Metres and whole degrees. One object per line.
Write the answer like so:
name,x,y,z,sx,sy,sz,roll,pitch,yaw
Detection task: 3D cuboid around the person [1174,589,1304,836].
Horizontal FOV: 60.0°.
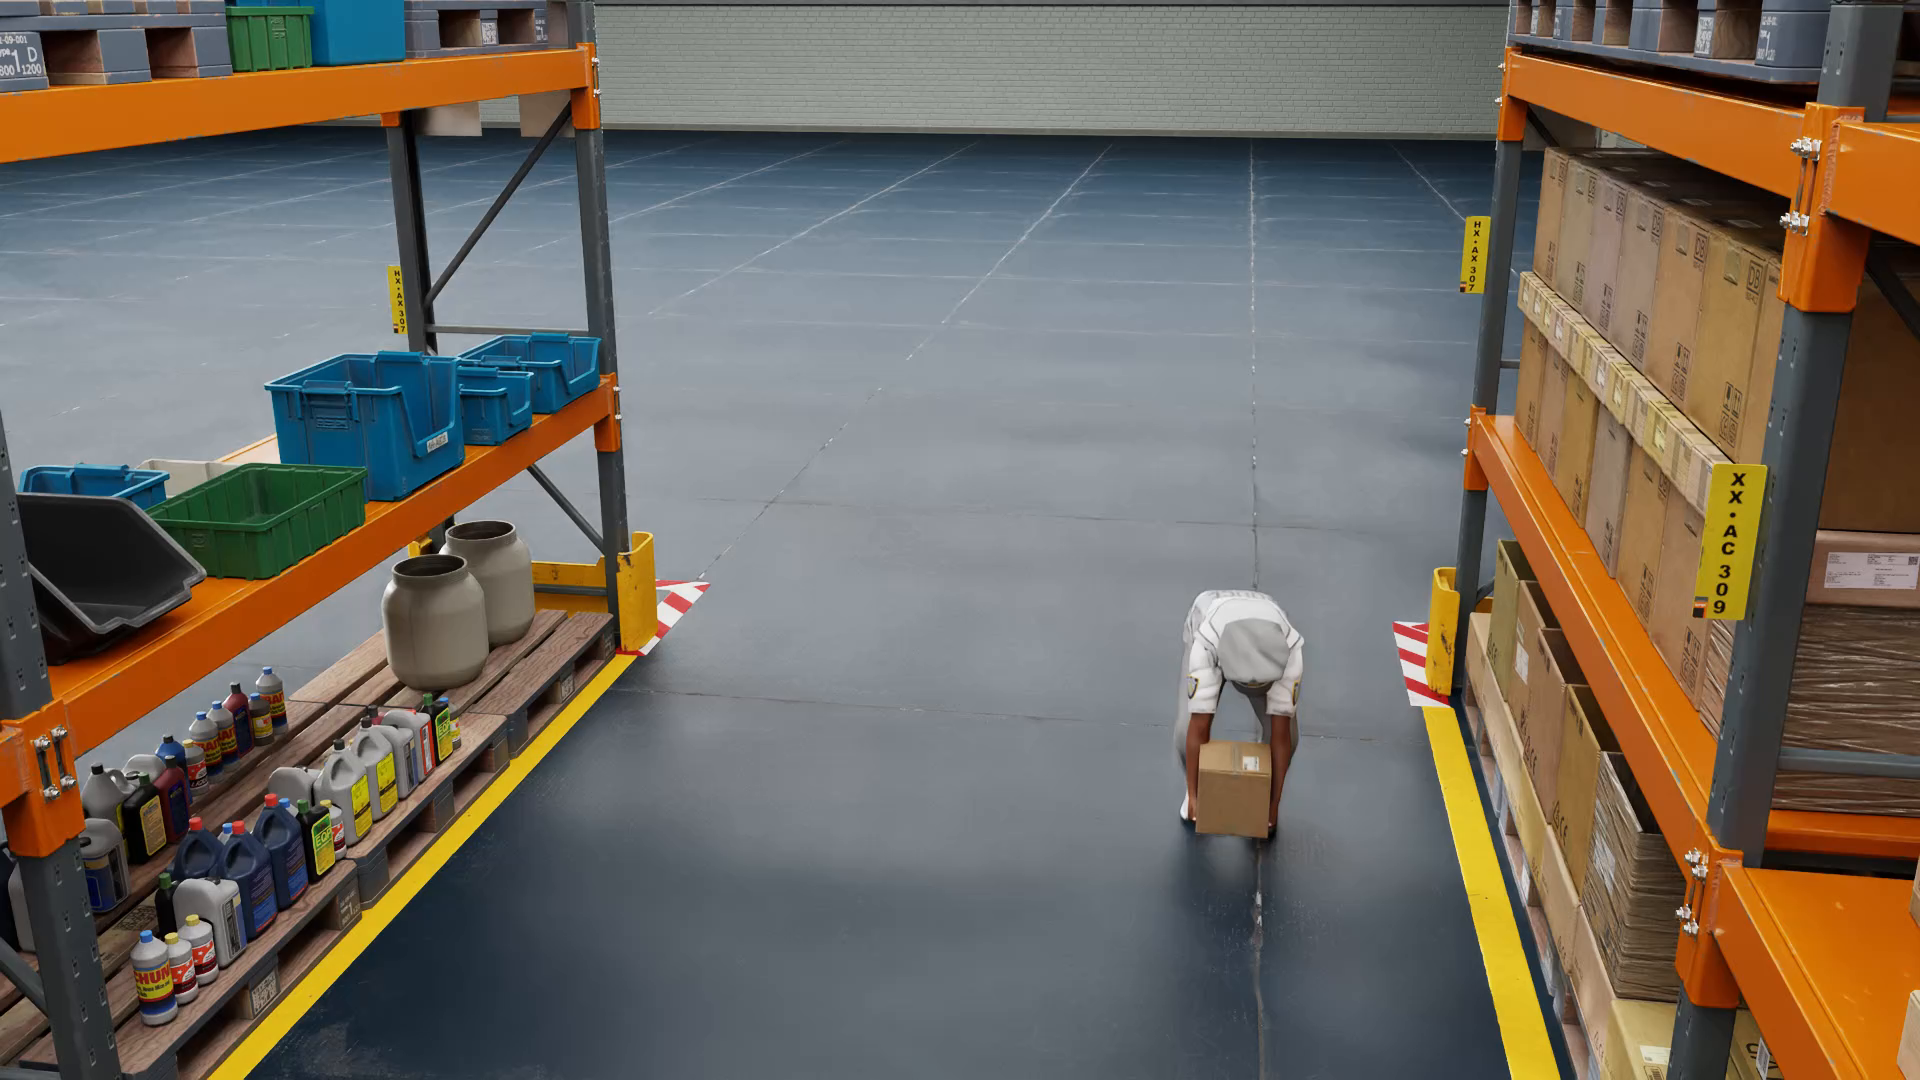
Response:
person,1.026,0.647,6.155,0.455,0.993,0.930,2,18,6
